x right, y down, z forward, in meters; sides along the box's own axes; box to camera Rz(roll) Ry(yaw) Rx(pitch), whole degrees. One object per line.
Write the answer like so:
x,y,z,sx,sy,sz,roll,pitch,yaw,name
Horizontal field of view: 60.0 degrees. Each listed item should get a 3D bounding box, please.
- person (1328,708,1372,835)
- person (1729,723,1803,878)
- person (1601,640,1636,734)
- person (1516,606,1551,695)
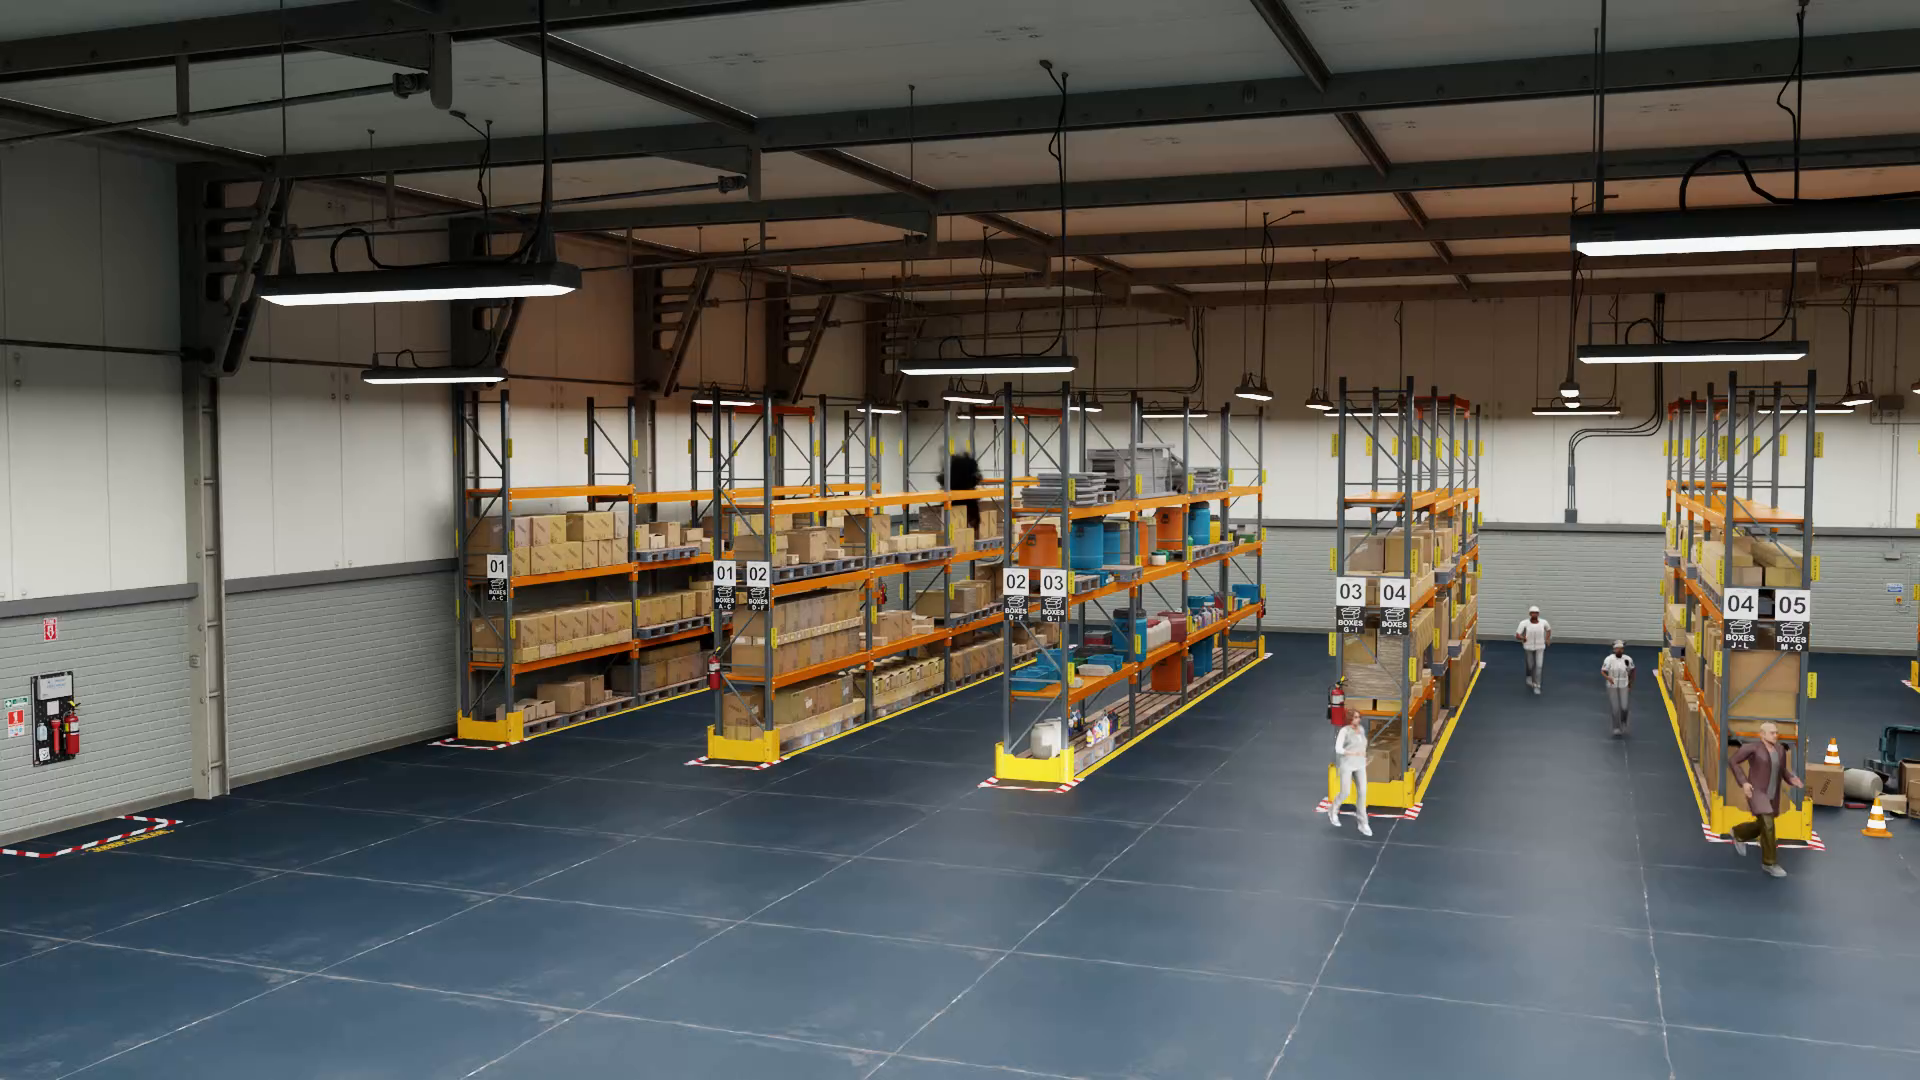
5.107,2.985,21.656,0.545,1.601,0.778,-1,3,-24,person
9.502,3.033,19.794,0.686,1.767,1.002,-1,3,-17,person
11.481,2.568,28.999,0.576,1.660,0.573,1,3,20,person
11.767,2.238,34.102,0.699,1.773,0.967,1,3,14,person
